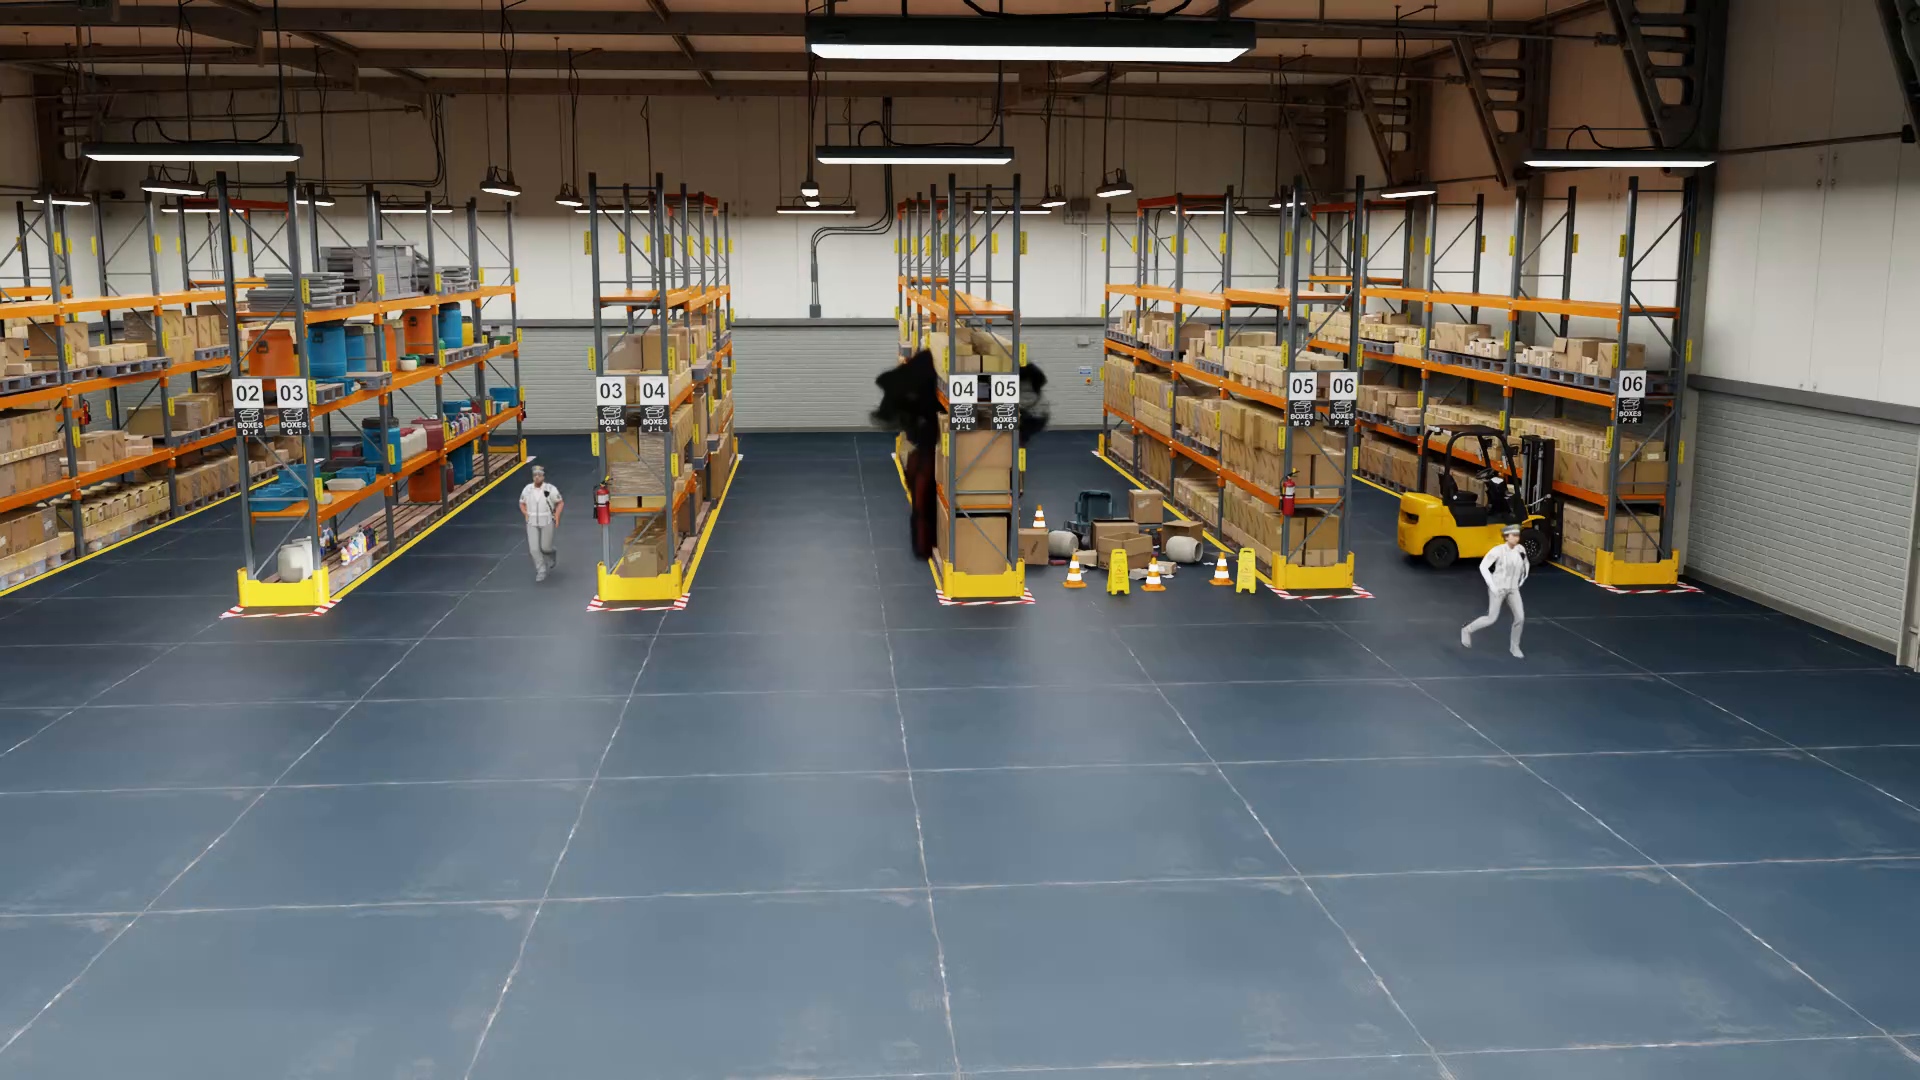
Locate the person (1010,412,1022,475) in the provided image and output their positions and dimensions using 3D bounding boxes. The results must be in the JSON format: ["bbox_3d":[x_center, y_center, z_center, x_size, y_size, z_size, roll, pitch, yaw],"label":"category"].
[{"bbox_3d":[1.037,-2.338,36.904,0.661,1.734,0.642,-2,10,-10],"label":"person"}]

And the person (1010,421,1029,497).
[{"bbox_3d":[1.082,-1.698,33.184,0.674,1.832,0.950,-2,10,-12],"label":"person"}]

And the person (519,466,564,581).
[{"bbox_3d":[-6.380,-0.274,25.314,0.665,1.746,0.603,0,10,-2],"label":"person"}]

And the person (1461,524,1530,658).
[{"bbox_3d":[6.703,0.620,20.596,0.814,1.693,0.641,-4,11,-20],"label":"person"}]
